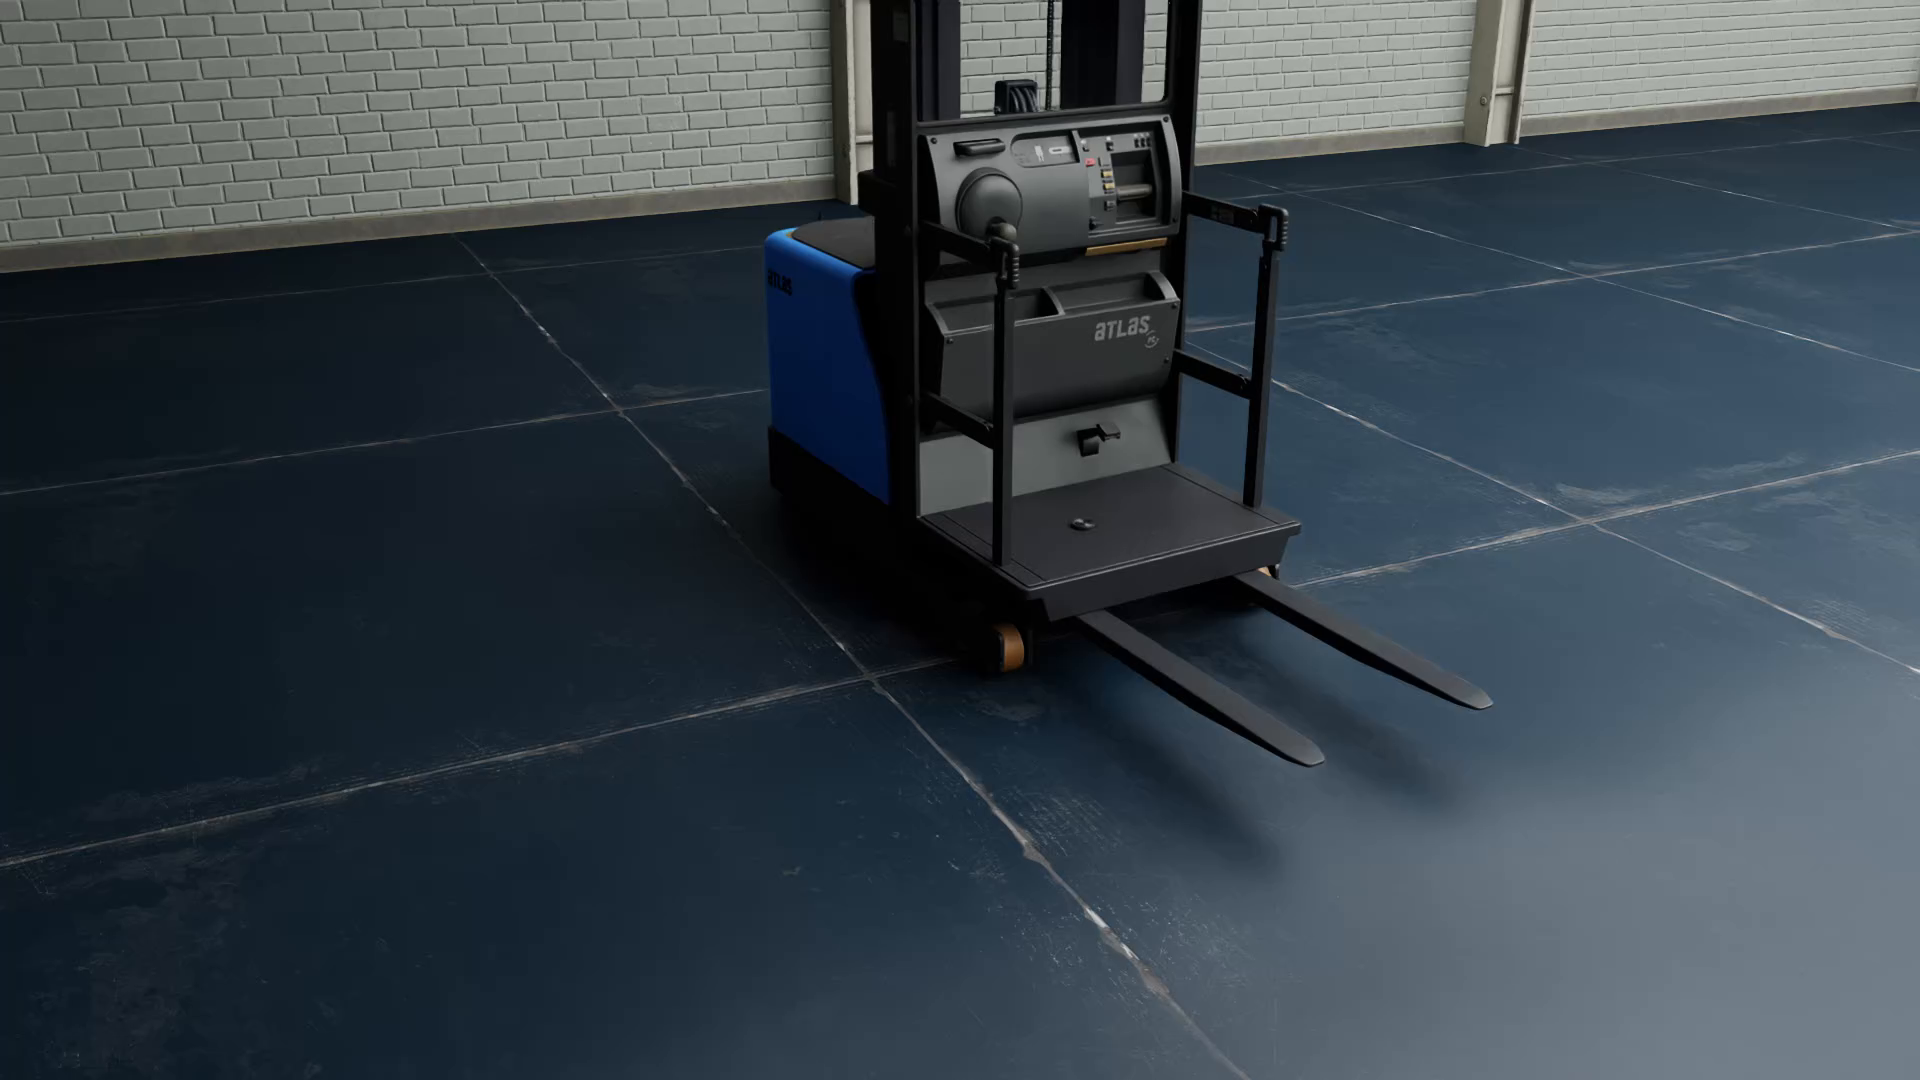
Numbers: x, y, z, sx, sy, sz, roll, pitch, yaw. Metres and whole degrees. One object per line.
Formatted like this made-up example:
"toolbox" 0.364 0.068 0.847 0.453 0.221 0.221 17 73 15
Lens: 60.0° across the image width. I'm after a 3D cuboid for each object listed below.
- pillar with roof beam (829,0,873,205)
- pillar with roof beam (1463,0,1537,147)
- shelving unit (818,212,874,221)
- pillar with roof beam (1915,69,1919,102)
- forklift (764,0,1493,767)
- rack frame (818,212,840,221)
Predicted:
"pillar with roof beam" 1.176 -5.217 7.087 0.400 9.000 9.100 -10 25 -24
"pillar with roof beam" 6.582 -6.212 9.492 0.400 9.000 9.100 -10 25 -24
"shelving unit" -0.404 -0.821 6.848 0.252 1.050 0.215 -12 23 -26
"pillar with roof beam" 11.988 -7.207 11.896 0.400 9.000 9.100 -10 25 -24
"forklift" 0.421 -1.133 5.155 1.130 2.935 3.031 -13 26 -28
"rack frame" -0.511 -0.799 6.793 0.008 1.050 0.200 -12 23 -26
